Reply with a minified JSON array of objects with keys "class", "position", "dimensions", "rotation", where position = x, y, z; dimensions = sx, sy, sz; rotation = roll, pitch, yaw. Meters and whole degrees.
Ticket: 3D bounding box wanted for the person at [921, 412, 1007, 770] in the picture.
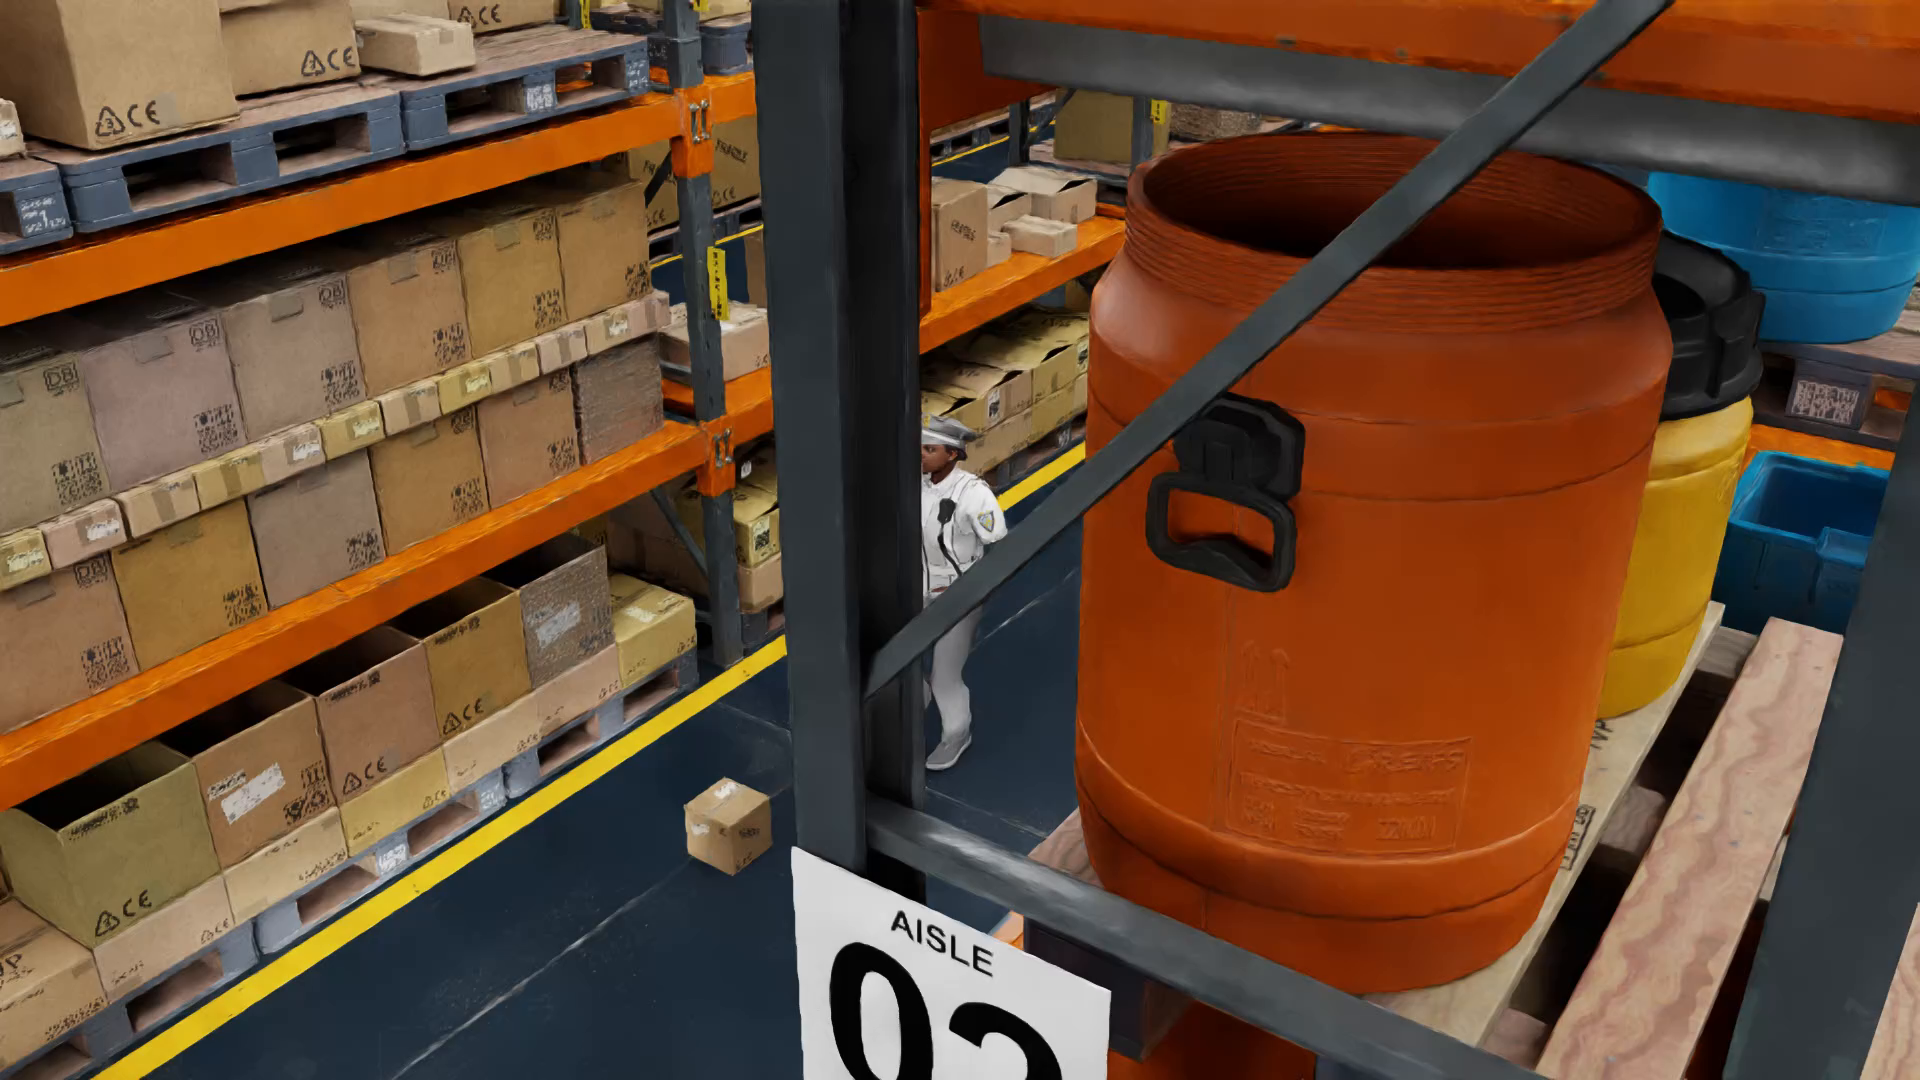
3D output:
[{"class":"person","position":[-0.110,0.244,7.161],"dimensions":[0.610,1.653,0.505],"rotation":[15,31,27]}]
